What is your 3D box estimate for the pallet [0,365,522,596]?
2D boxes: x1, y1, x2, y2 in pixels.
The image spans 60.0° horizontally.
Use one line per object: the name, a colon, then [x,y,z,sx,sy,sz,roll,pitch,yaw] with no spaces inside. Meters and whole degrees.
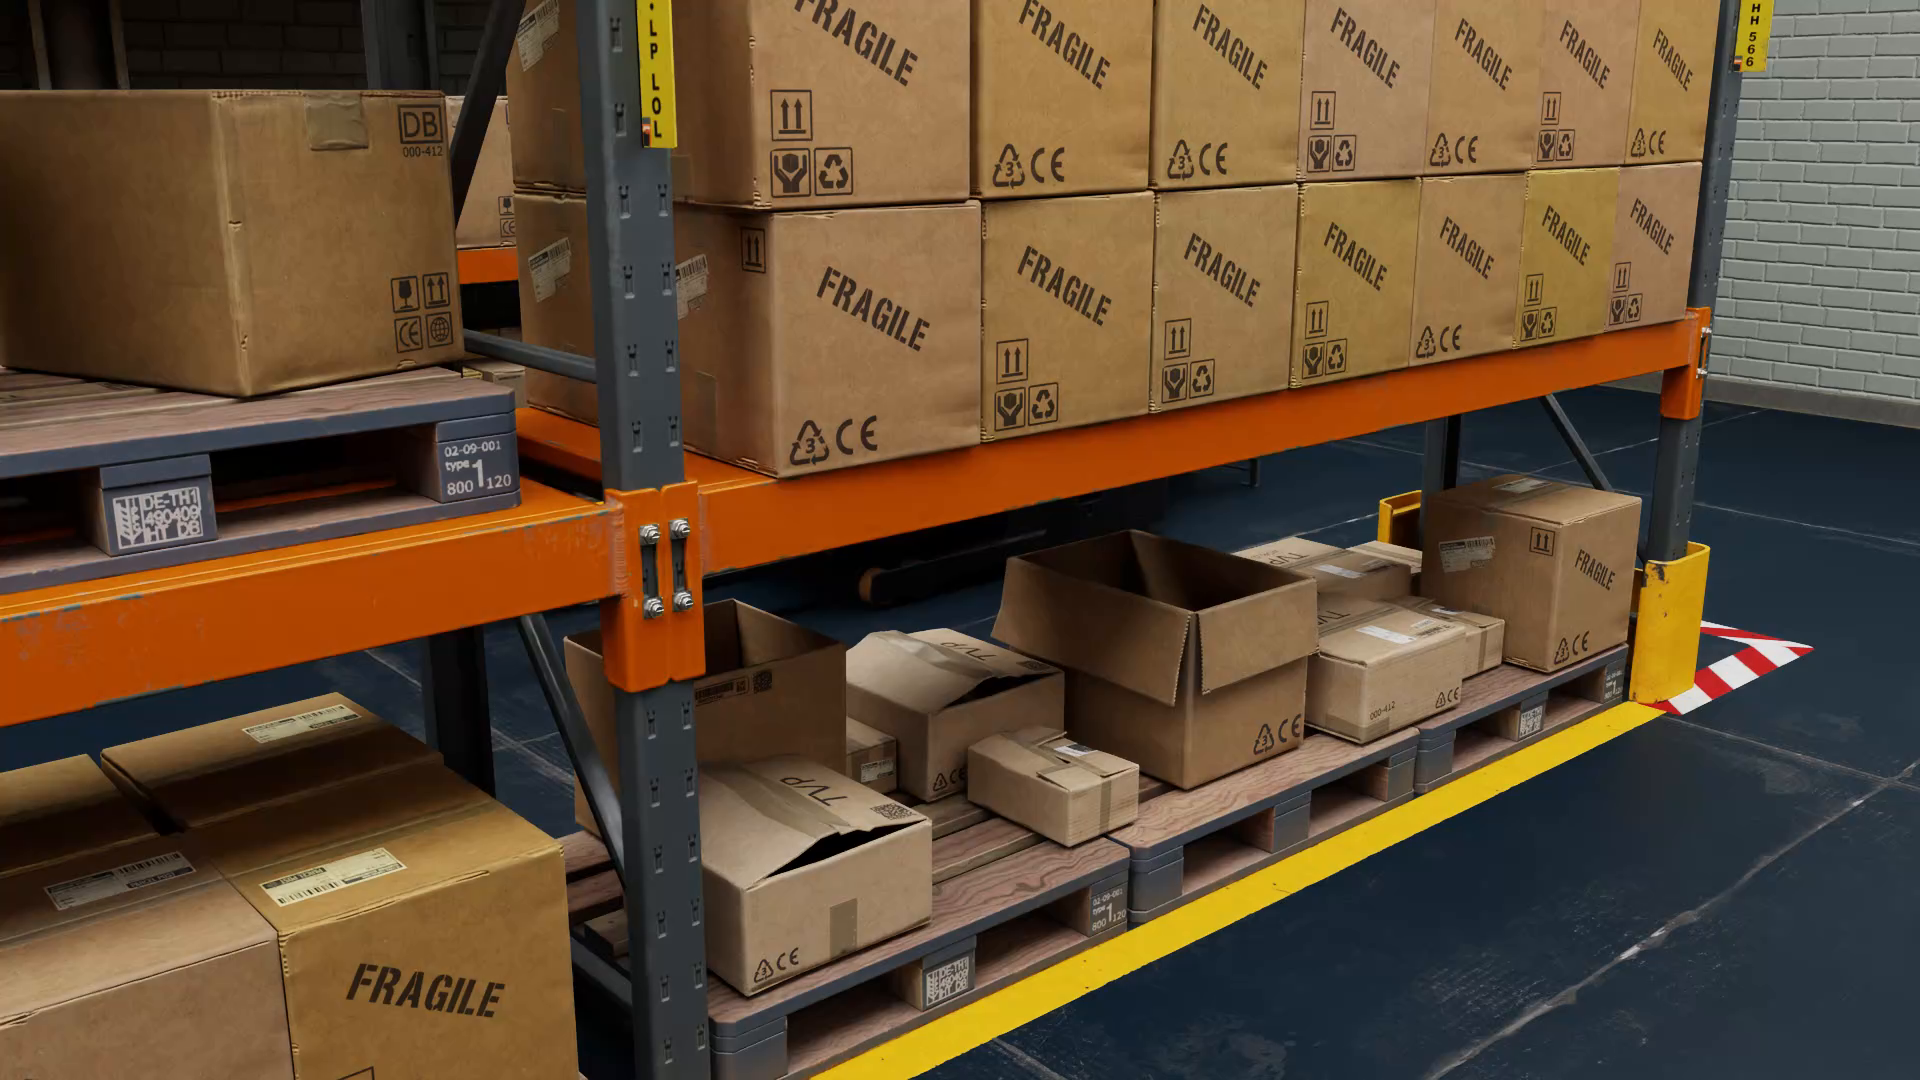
pallet: [-1.543,-0.155,2.890,1.213,0.211,1.003,-13,19,-39]

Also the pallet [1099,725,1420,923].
pallet: [0.571,0.662,4.864,1.213,0.211,1.003,-13,19,-39]

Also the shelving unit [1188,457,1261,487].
shelving unit: [1.035,-0.787,8.518,1.048,1.125,0.538,-13,20,-40]

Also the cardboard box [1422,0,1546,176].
cardboard box: [1.225,-1.267,4.551,0.500,0.500,0.500,-12,19,-38]

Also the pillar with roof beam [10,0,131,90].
pillar with roof beam: [-1.337,-3.673,4.063,0.400,9.000,9.100,-13,19,-39]

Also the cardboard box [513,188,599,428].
cardboard box: [-0.660,-0.545,3.783,0.500,0.500,0.500,-12,19,-38]

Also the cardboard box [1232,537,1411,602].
cardboard box: [1.175,0.198,5.672,0.500,0.250,0.500,-13,19,-39]

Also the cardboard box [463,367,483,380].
cardboard box: [-2.722,-0.598,8.208,0.500,0.500,0.700,-12,19,-38]

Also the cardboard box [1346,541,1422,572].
cardboard box: [1.607,0.129,6.125,0.250,0.149,0.380,-13,19,-39]

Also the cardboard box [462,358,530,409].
cardboard box: [-2.325,-0.690,8.551,0.500,0.500,0.700,-13,20,-41]

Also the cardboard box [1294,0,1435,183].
cardboard box: [0.837,-1.180,4.225,0.500,0.500,0.500,-12,19,-38]

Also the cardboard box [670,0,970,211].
cardboard box: [-0.329,-0.918,3.244,0.500,0.500,0.500,-12,19,-38]

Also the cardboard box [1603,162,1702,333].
cardboard box: [1.990,-0.959,5.333,0.500,0.500,0.500,-12,19,-38]

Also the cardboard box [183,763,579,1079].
cardboard box: [-1.053,0.773,3.036,0.500,0.500,0.500,-13,20,-40]

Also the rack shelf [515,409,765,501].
rack shelf: [0.640,-0.447,4.628,3.809,0.124,0.919,-13,19,-39]

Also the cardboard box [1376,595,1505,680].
cardboard box: [1.536,0.308,5.422,0.250,0.166,0.380,-13,19,-39]

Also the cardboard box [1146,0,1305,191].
cardboard box: [0.448,-1.093,3.897,0.500,0.500,0.500,-13,20,-41]

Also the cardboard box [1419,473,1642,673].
cardboard box: [1.900,0.096,5.570,0.500,0.500,0.500,-13,19,-39]

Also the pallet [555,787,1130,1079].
pallet: [-0.350,0.869,4.087,1.213,0.211,1.003,-13,19,-39]

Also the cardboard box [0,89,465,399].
cardboard box: [-1.373,-0.576,3.087,0.700,0.500,0.500,8,17,28]

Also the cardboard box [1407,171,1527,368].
cardboard box: [1.221,-0.787,4.689,0.500,0.500,0.500,-12,19,-39]

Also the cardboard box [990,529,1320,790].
cardboard box: [0.545,0.312,4.753,0.637,0.503,0.797,-13,19,-39]

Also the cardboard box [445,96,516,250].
cardboard box: [-2.607,-1.807,8.121,0.700,0.700,0.980,-14,20,-42]

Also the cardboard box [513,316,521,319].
cardboard box: [-2.176,-1.106,8.849,0.250,0.149,0.380,-12,19,-39]

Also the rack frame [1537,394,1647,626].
rack frame: [2.147,-1.040,5.831,0.053,2.616,0.949,-13,19,-39]

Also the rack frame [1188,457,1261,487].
rack frame: [1.412,-0.875,8.848,0.032,1.125,0.500,-13,20,-40]

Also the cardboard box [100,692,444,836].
cardboard box: [-1.394,0.668,3.429,0.500,0.500,0.500,-14,20,-42]

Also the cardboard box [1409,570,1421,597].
cardboard box: [1.419,0.163,5.964,0.250,0.166,0.380,-13,19,-39]

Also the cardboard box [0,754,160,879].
cardboard box: [-1.789,0.760,3.082,0.500,0.500,0.500,-12,19,-39]

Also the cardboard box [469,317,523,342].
cardboard box: [-2.367,-1.062,8.688,0.250,0.149,0.380,-12,19,-39]

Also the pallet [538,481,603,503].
pallet: [-2.578,-0.300,8.463,1.213,0.211,1.003,-13,19,-39]

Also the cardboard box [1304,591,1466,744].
cardboard box: [1.164,0.372,5.022,0.500,0.250,0.500,-13,19,-39]

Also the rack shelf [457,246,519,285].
rack shelf: [-2.615,-1.317,8.261,4.000,0.370,1.077,-13,19,-39]

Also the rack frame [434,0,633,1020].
rack frame: [-0.871,-0.362,3.294,0.053,2.616,0.949,-13,19,-39]

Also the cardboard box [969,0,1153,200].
cardboard box: [0.060,-1.006,3.571,0.500,0.500,0.500,-13,20,-41]

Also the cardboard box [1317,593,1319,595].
cardboard box: [0.798,0.283,5.355,0.500,0.250,0.500,-13,19,-39]

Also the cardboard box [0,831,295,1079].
cardboard box: [-1.431,0.855,2.729,0.500,0.500,0.500,-13,19,-39]

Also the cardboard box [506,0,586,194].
cardboard box: [-0.657,-1.029,3.659,0.500,0.500,0.500,-13,19,-39]

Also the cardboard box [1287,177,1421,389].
cardboard box: [0.840,-0.702,4.370,0.500,0.500,0.500,-13,20,-40]

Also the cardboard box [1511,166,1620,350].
cardboard box: [1.601,-0.870,5.002,0.500,0.500,0.500,-12,19,-39]

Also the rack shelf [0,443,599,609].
rack shelf: [-2.377,0.196,2.082,3.809,0.052,0.919,-13,19,-39]

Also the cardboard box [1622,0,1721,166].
cardboard box: [1.994,-1.442,5.204,0.500,0.500,0.500,-13,20,-40]

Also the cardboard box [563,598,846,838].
cardboard box: [-0.625,0.482,4.126,0.500,0.500,0.500,-13,19,-39]

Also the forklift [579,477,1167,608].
forklift: [-0.454,-1.292,6.906,3.031,2.935,1.130,-13,20,-40]
